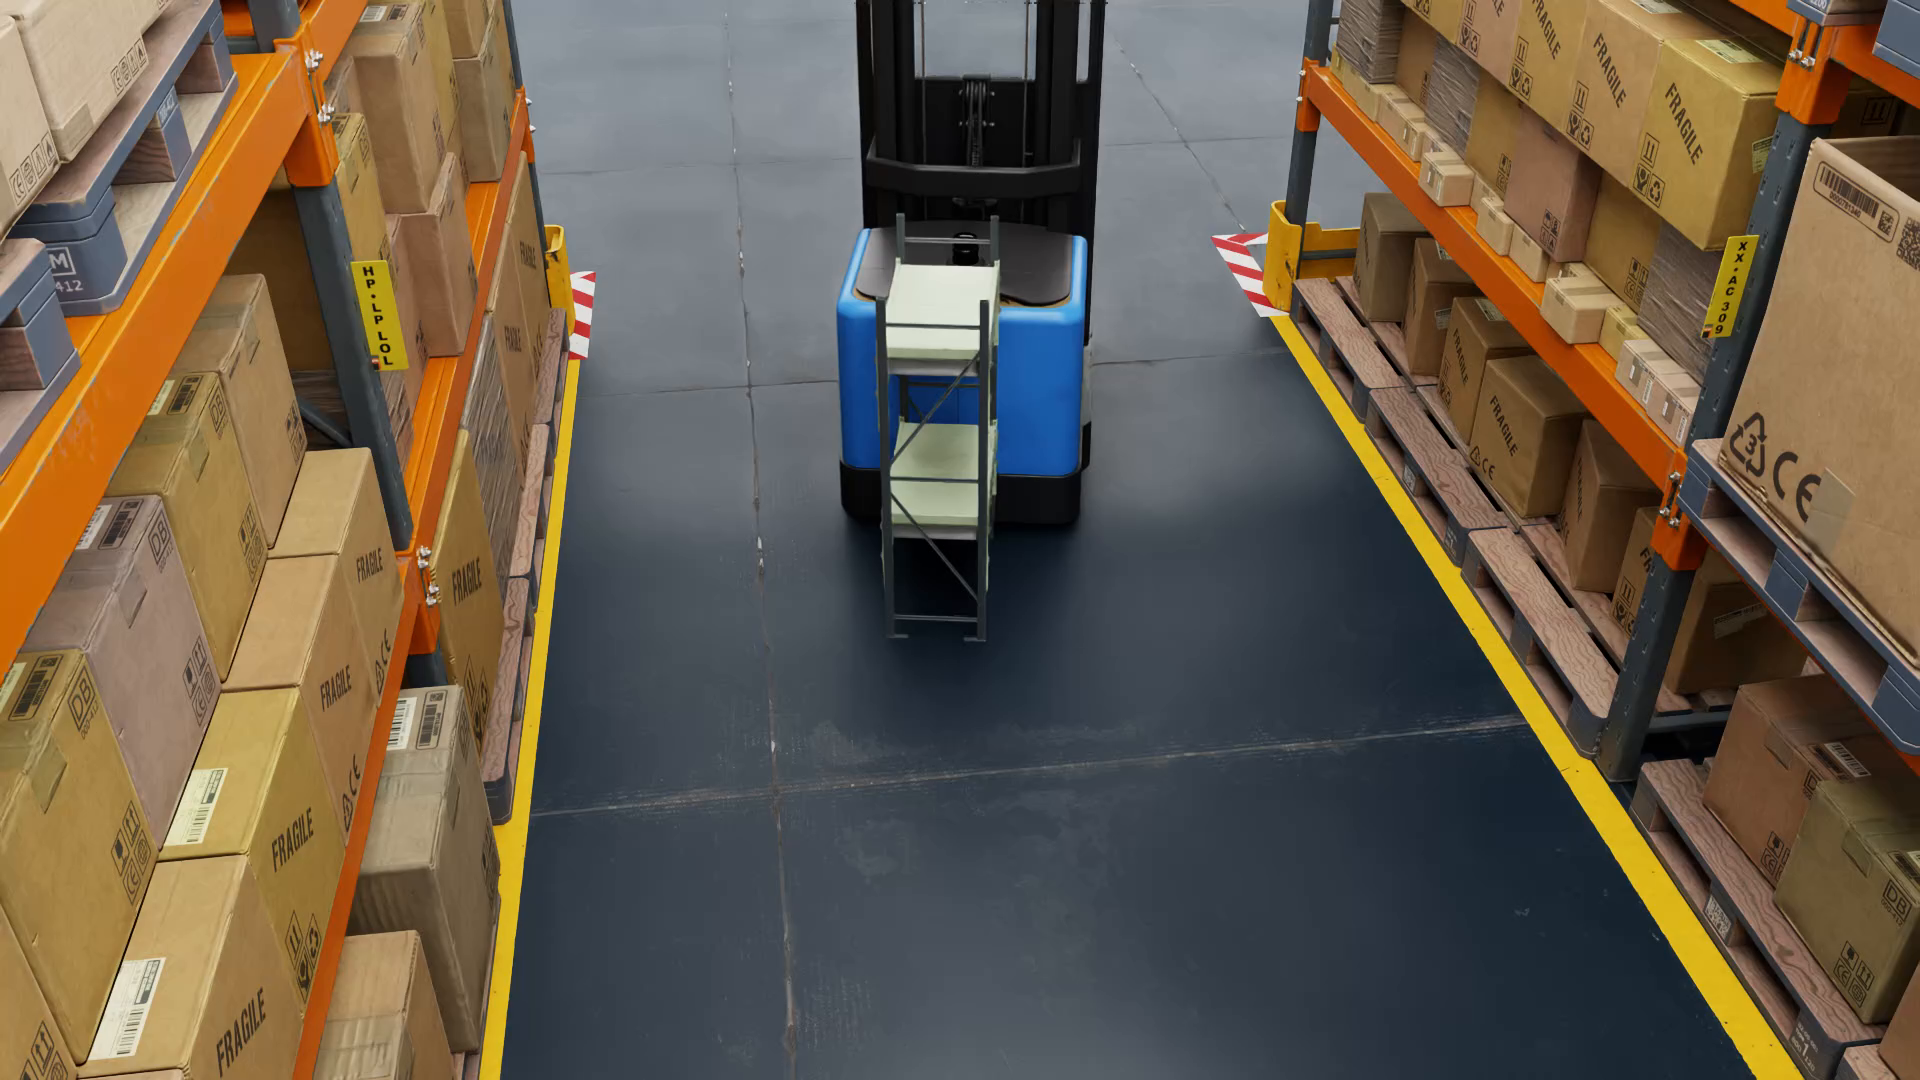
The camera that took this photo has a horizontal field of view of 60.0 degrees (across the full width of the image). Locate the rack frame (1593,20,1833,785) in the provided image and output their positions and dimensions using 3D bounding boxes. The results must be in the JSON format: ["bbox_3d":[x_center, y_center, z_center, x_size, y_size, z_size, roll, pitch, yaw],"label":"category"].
[{"bbox_3d":[2.813,-0.434,5.223,1.000,3.000,0.127,-4,35,-6],"label":"rack frame"}]

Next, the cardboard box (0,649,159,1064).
[{"bbox_3d":[-1.837,0.558,2.790,0.700,0.500,0.500,-5,35,-7],"label":"cardboard box"}]

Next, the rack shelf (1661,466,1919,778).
[{"bbox_3d":[3.082,0.980,3.788,1.077,0.370,4.000,-4,35,-6],"label":"rack shelf"}]

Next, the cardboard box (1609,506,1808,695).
[{"bbox_3d":[2.799,0.199,6.141,0.500,0.500,0.500,-5,35,-8],"label":"cardboard box"}]

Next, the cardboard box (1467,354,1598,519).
[{"bbox_3d":[2.553,-0.460,7.108,0.500,0.500,0.500,-7,35,-11],"label":"cardboard box"}]

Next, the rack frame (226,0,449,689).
[{"bbox_3d":[-2.115,-0.115,4.754,1.000,3.000,0.127,-4,35,-6],"label":"rack frame"}]

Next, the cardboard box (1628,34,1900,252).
[{"bbox_3d":[2.480,-1.241,5.167,0.500,0.500,0.500,-4,35,-6],"label":"cardboard box"}]

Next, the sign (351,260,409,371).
[{"bbox_3d":[-1.579,-0.607,4.519,0.100,0.325,0.005,-4,35,-6],"label":"sign"}]

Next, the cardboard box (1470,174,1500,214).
[{"bbox_3d":[2.348,-1.411,6.880,0.380,0.149,0.250,-4,35,-6],"label":"cardboard box"}]

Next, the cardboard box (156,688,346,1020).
[{"bbox_3d":[-1.644,0.679,3.501,0.500,0.500,0.500,-4,34,-6],"label":"cardboard box"}]

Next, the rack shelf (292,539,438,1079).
[{"bbox_3d":[-1.846,1.299,3.319,1.077,0.370,4.000,-4,35,-6],"label":"rack shelf"}]

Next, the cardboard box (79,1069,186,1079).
[{"bbox_3d":[-1.509,1.240,2.678,0.500,0.500,0.500,-4,35,-6],"label":"cardboard box"}]

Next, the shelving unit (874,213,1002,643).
[{"bbox_3d":[-0.073,-0.428,6.547,0.431,1.500,0.755,2,34,3],"label":"shelving unit"}]

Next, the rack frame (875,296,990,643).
[{"bbox_3d":[-0.097,-0.223,6.245,0.400,1.500,0.023,2,34,3],"label":"rack frame"}]

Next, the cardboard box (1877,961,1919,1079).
[{"bbox_3d":[2.996,1.341,4.447,0.700,0.500,0.500,-7,35,-10],"label":"cardboard box"}]

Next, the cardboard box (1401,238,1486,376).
[{"bbox_3d":[2.457,-1.126,8.085,0.500,0.500,0.500,4,35,6],"label":"cardboard box"}]

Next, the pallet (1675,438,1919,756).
[{"bbox_3d":[2.772,0.083,4.635,1.003,0.211,1.213,-4,35,-6],"label":"pallet"}]

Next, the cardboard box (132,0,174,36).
[{"bbox_3d":[-1.862,-1.125,3.245,0.500,0.250,0.500,-4,34,-6],"label":"cardboard box"}]

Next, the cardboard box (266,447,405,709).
[{"bbox_3d":[-1.780,0.115,4.329,0.500,0.500,0.500,-5,35,-7],"label":"cardboard box"}]

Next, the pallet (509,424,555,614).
[{"bbox_3d":[-2.307,-0.075,7.172,1.003,0.211,1.213,-4,35,-6],"label":"pallet"}]

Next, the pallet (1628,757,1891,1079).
[{"bbox_3d":[2.920,1.153,5.371,1.003,0.211,1.213,-4,35,-6],"label":"pallet"}]

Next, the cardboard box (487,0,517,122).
[{"bbox_3d":[-2.558,-2.205,7.689,0.875,0.550,0.550,-4,35,-6],"label":"cardboard box"}]

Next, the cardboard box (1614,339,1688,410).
[{"bbox_3d":[2.469,-0.568,5.643,0.380,0.149,0.250,-4,35,-6],"label":"cardboard box"}]

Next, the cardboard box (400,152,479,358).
[{"bbox_3d":[-2.229,-0.997,5.916,0.875,0.550,0.550,-4,35,-6],"label":"cardboard box"}]

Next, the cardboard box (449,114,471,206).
[{"bbox_3d":[-2.512,-1.578,6.768,0.875,0.550,0.550,-4,35,-6],"label":"cardboard box"}]

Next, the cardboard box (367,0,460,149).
[{"bbox_3d":[-2.335,-1.736,6.042,0.875,0.550,0.500,-4,35,-6],"label":"cardboard box"}]

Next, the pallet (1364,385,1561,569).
[{"bbox_3d":[2.521,-0.336,7.555,1.003,0.211,1.213,-4,35,-6],"label":"pallet"}]

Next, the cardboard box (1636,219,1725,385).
[{"bbox_3d":[2.814,-0.854,5.486,0.875,0.500,0.500,-4,35,-6],"label":"cardboard box"}]

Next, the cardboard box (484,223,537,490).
[{"bbox_3d":[-2.376,-0.778,7.242,0.875,0.875,0.875,-5,35,-7],"label":"cardboard box"}]

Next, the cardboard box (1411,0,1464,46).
[{"bbox_3d":[2.208,-2.357,6.805,0.500,0.500,0.500,-4,35,-6],"label":"cardboard box"}]

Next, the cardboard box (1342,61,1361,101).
[{"bbox_3d":[2.092,-2.244,8.102,0.380,0.149,0.250,-4,35,-6],"label":"cardboard box"}]

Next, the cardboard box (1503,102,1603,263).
[{"bbox_3d":[2.615,-1.407,6.298,0.875,0.500,0.500,-4,35,-6],"label":"cardboard box"}]

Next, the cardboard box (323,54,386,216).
[{"bbox_3d":[-2.320,-1.129,5.151,0.875,0.550,0.550,-4,35,-6],"label":"cardboard box"}]

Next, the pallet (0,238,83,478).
[{"bbox_3d":[-1.870,-0.023,2.124,1.003,0.211,1.213,-3,34,-4],"label":"pallet"}]

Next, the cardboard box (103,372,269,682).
[{"bbox_3d":[-1.971,-0.005,3.618,0.700,0.500,0.500,-5,35,-7],"label":"cardboard box"}]

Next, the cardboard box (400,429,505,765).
[{"bbox_3d":[-2.130,0.234,5.757,0.875,0.875,0.875,-4,34,-6],"label":"cardboard box"}]

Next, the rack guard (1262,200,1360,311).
[{"bbox_3d":[2.286,-1.591,9.140,1.175,0.500,0.348,-4,35,-6],"label":"rack guard"}]

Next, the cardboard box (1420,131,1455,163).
[{"bbox_3d":[2.252,-1.688,7.286,0.380,0.149,0.250,-4,35,-6],"label":"cardboard box"}]

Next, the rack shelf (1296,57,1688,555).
[{"bbox_3d":[2.544,-1.253,7.063,1.077,0.370,4.000,-4,35,-6],"label":"rack shelf"}]

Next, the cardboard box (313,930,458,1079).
[{"bbox_3d":[-1.817,1.520,3.981,1.050,0.750,0.750,-4,35,-6],"label":"cardboard box"}]

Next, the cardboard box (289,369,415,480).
[{"bbox_3d":[-2.177,-0.381,5.013,0.875,0.550,0.550,-4,35,-6],"label":"cardboard box"}]

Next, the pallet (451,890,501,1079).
[{"bbox_3d":[-1.937,1.463,4.916,1.003,0.211,1.213,-4,35,-6],"label":"pallet"}]

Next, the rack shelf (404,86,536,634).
[{"bbox_3d":[-2.384,-0.933,6.595,1.077,0.370,4.000,-4,35,-6],"label":"rack shelf"}]

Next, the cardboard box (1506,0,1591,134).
[{"bbox_3d":[2.345,-1.799,5.986,0.500,0.500,0.500,-4,35,-6],"label":"cardboard box"}]

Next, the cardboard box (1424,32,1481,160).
[{"bbox_3d":[2.533,-1.969,7.123,0.875,0.500,0.500,-4,35,-6],"label":"cardboard box"}]

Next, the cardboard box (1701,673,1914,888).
[{"bbox_3d":[2.875,0.762,5.298,0.700,0.500,0.500,-7,35,-10],"label":"cardboard box"}]

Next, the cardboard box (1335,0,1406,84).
[{"bbox_3d":[2.322,-2.521,7.933,0.875,0.500,0.500,-4,35,-6],"label":"cardboard box"}]

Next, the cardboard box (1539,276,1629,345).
[{"bbox_3d":[2.351,-0.843,6.046,0.380,0.149,0.250,-4,35,-6],"label":"cardboard box"}]

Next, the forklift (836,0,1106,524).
[{"bbox_3d":[0.109,-2.088,7.711,1.130,2.935,3.031,3,34,4],"label":"forklift"}]

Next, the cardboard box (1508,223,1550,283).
[{"bbox_3d":[2.374,-1.129,6.466,0.380,0.149,0.250,-4,35,-6],"label":"cardboard box"}]

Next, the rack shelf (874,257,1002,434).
[{"bbox_3d":[-0.073,-0.751,6.327,0.431,0.370,0.720,2,34,3],"label":"rack shelf"}]

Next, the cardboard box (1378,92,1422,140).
[{"bbox_3d":[2.165,-1.965,7.694,0.380,0.149,0.250,-4,35,-6],"label":"cardboard box"}]

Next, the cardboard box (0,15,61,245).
[{"bbox_3d":[-1.661,-0.571,2.377,0.500,0.311,0.500,-6,35,-8],"label":"cardboard box"}]
